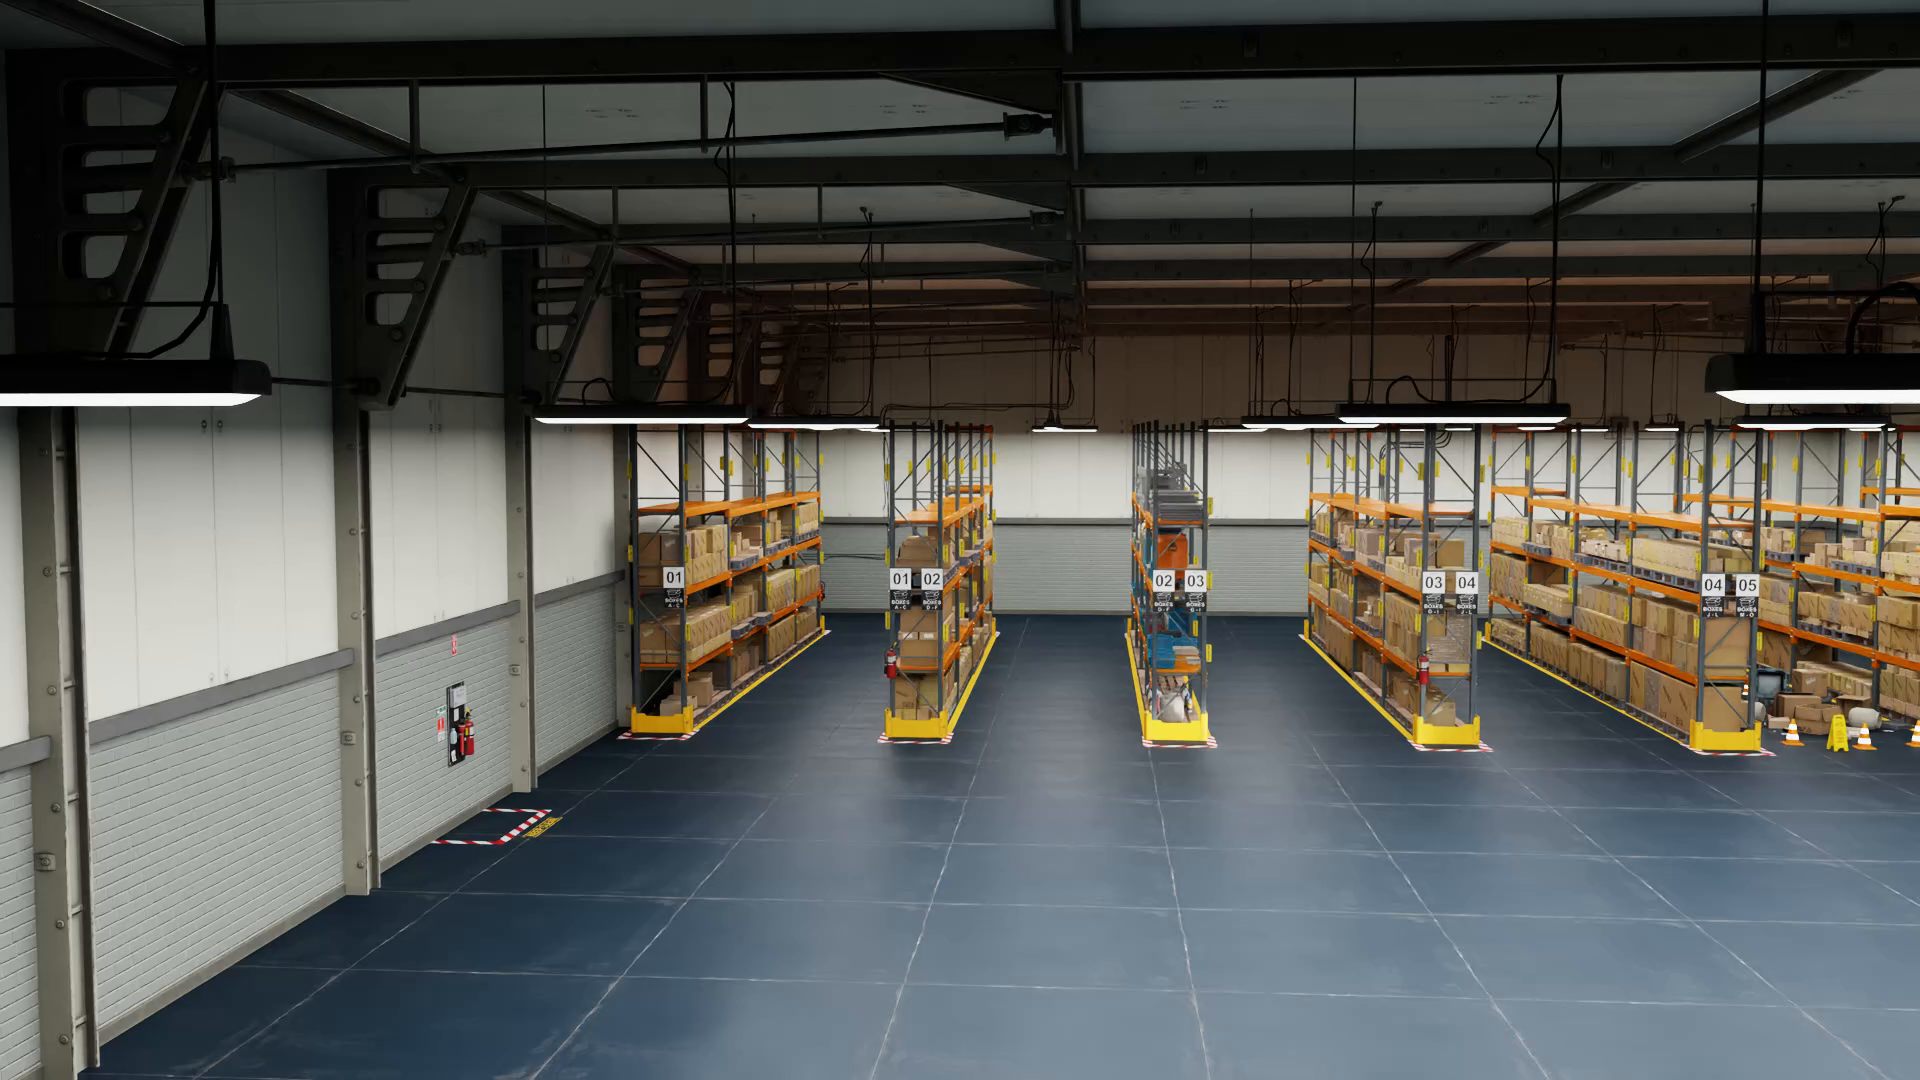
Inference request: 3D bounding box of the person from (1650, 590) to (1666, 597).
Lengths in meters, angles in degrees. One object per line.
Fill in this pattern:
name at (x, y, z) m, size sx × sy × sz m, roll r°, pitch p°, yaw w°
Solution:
person at (20.220, 1.815, 48.107) m, size 1.026 × 1.728 × 0.589 m, roll -1°, pitch 4°, yaw -12°
